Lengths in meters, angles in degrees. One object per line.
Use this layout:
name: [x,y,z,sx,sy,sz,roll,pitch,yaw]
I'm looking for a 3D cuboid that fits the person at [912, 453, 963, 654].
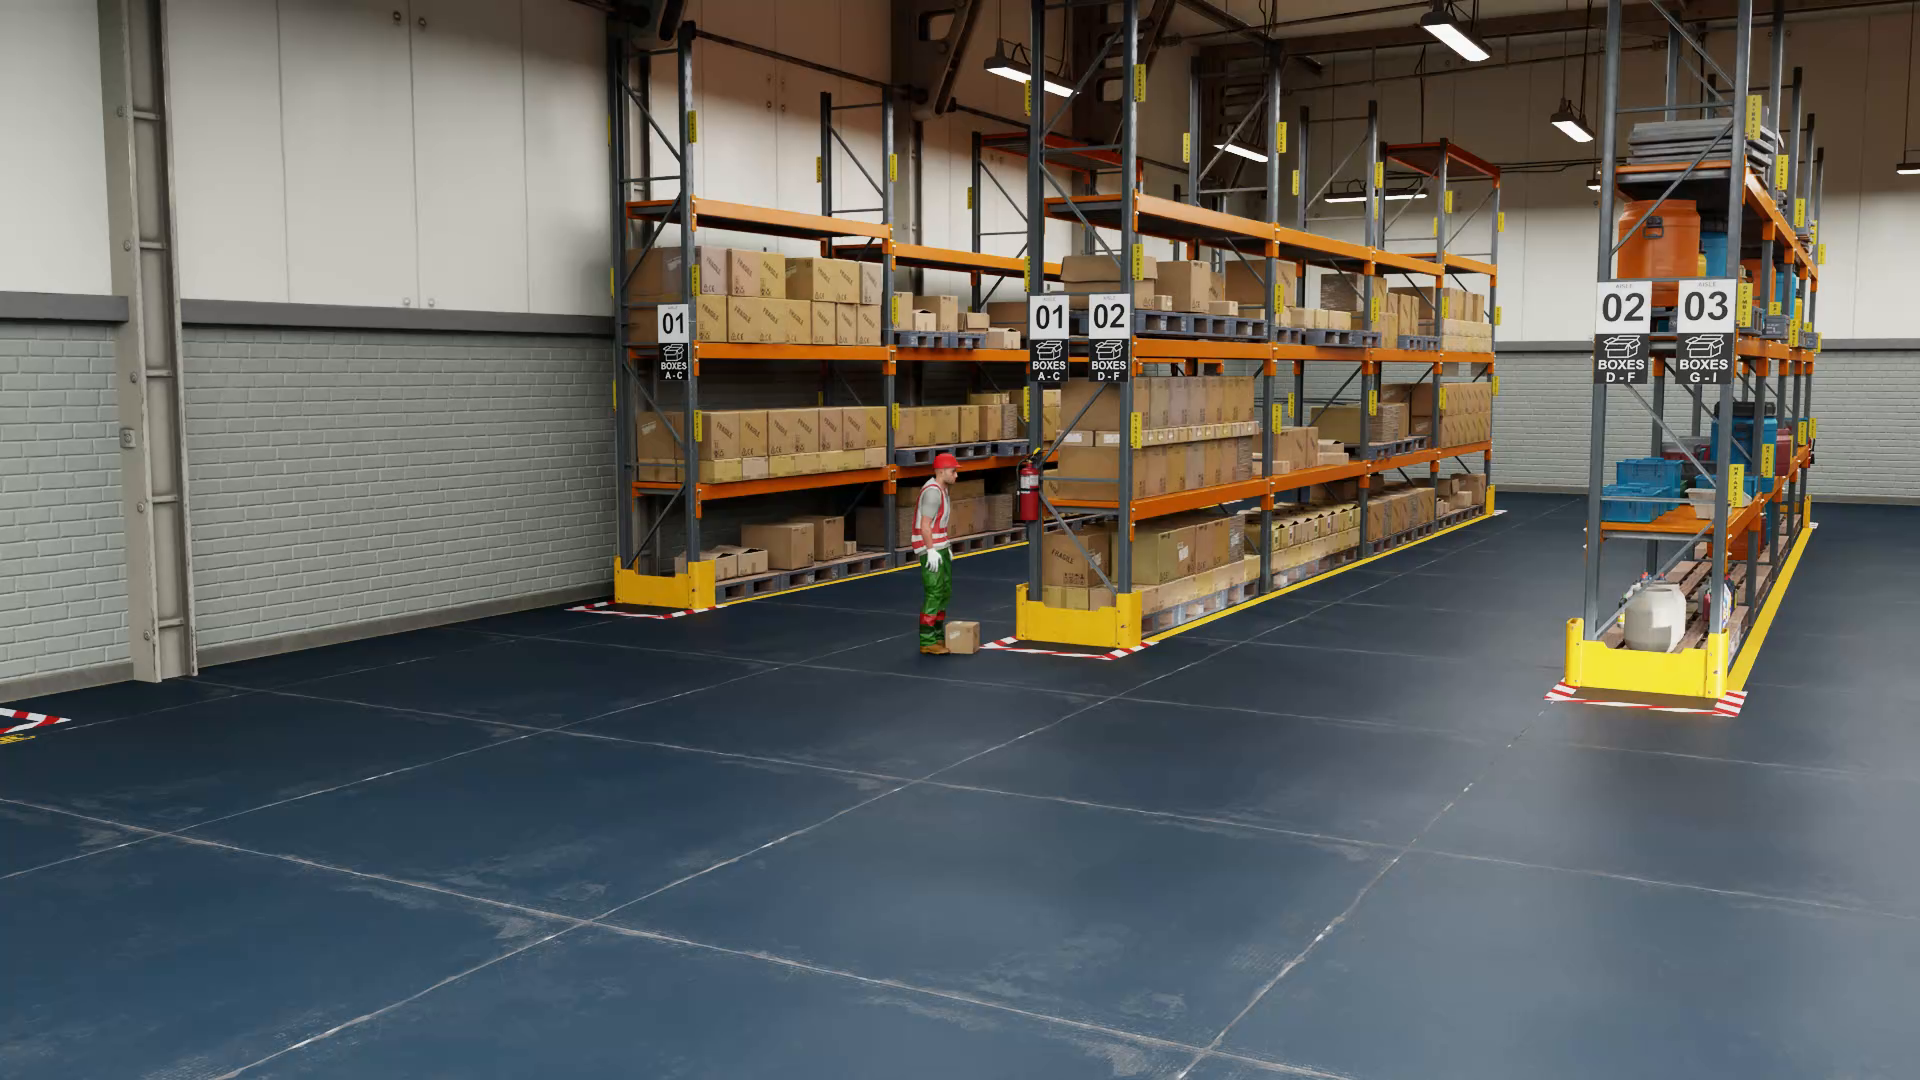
person: [-0.196,0.111,14.930,0.452,1.778,0.614,1,6,13]
